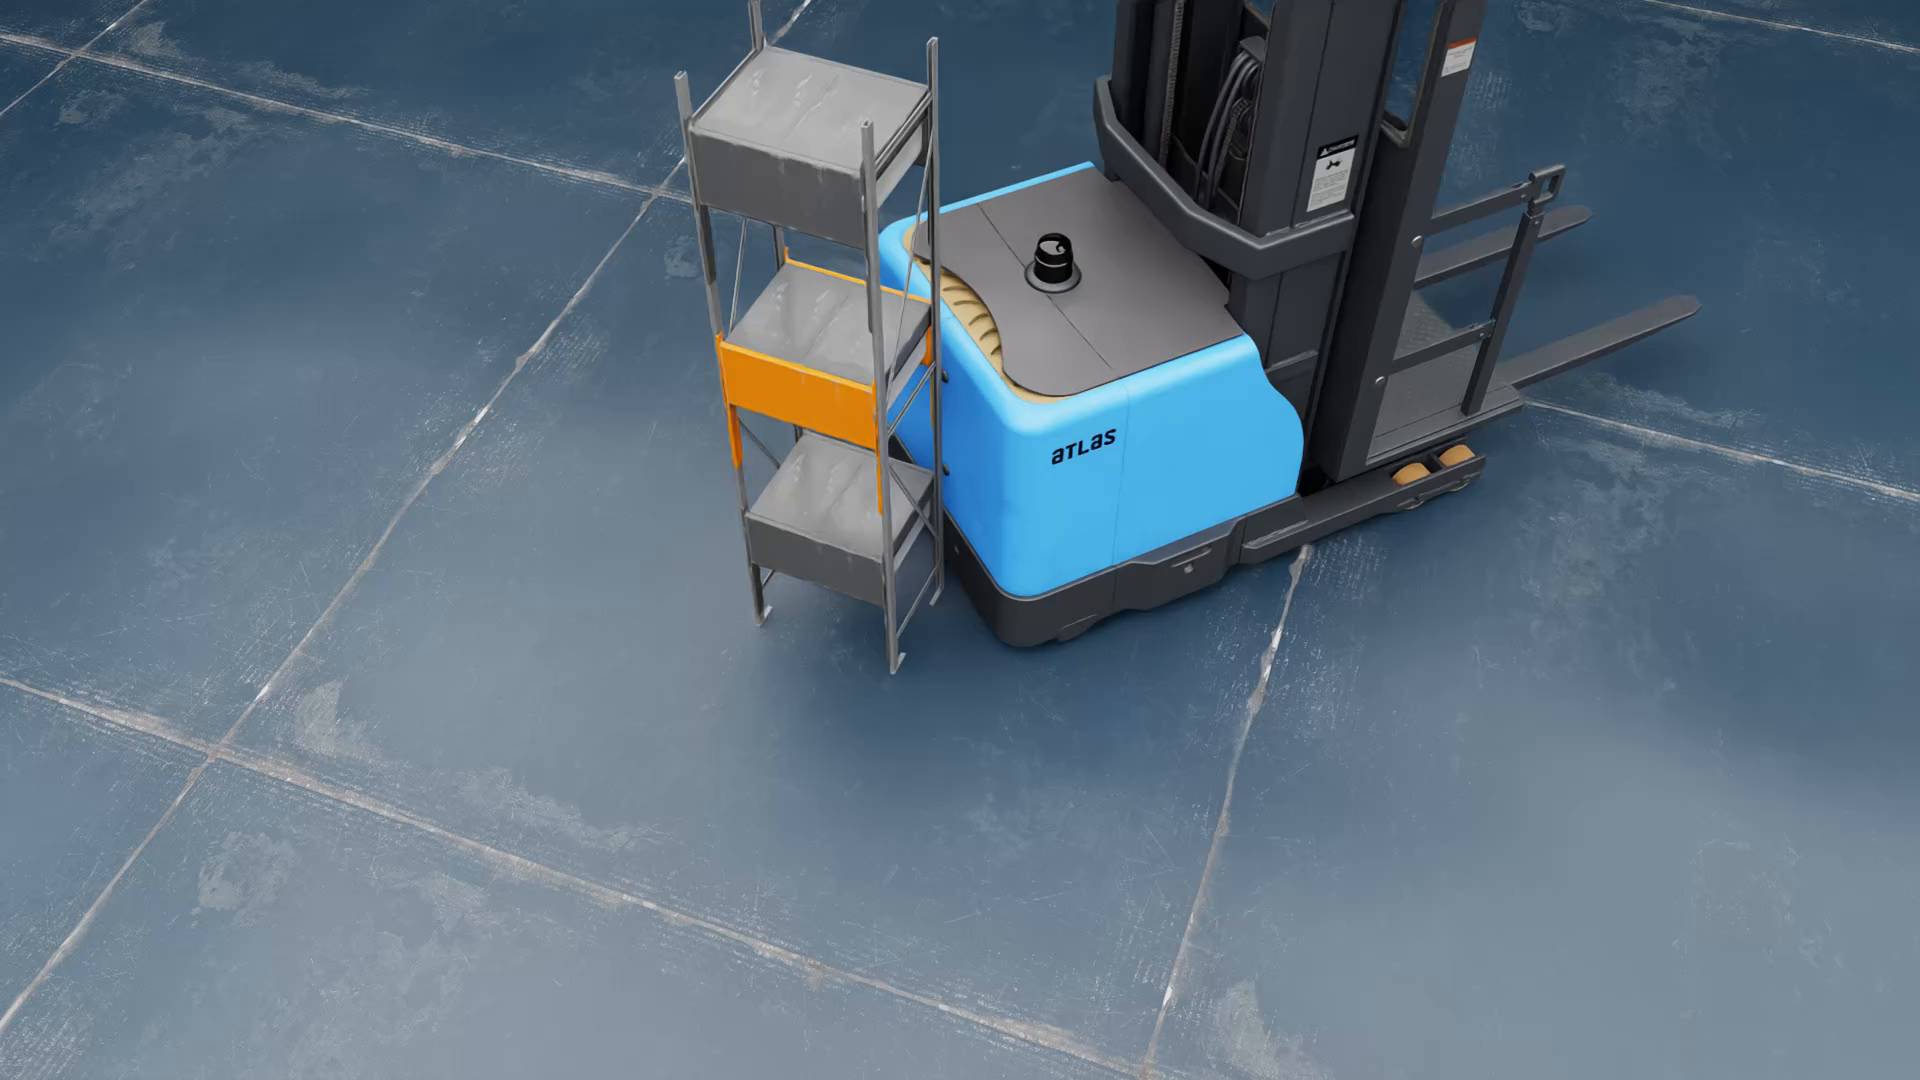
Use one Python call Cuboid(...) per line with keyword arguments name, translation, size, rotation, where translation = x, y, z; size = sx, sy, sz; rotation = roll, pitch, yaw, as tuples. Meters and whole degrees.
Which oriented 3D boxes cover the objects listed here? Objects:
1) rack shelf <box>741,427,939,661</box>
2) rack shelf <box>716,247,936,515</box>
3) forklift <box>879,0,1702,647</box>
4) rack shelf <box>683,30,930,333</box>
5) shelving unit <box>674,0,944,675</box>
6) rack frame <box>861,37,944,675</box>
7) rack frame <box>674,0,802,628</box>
Cuboid(name="rack shelf", translation=(-0.364, 0.003, 5.302), size=(0.480, 0.518, 0.431), rotation=(18, 52, 15))
Cuboid(name="rack shelf", translation=(-0.364, -0.455, 4.773), size=(0.480, 0.518, 0.431), rotation=(18, 52, 15))
Cuboid(name="forklift", translation=(1.276, -1.406, 5.029), size=(3.031, 2.935, 1.130), rotation=(-21, 52, -17))
Cuboid(name="rack shelf", translation=(-0.364, -0.914, 4.244), size=(0.480, 0.518, 0.431), rotation=(18, 52, 15))
Cuboid(name="shelving unit", translation=(-0.364, -0.464, 4.763), size=(0.503, 2.100, 0.431), rotation=(18, 52, 15))
Cuboid(name="rack frame", translation=(-0.140, -0.391, 4.699), size=(0.015, 2.100, 0.400), rotation=(18, 52, 15))
Cuboid(name="rack frame", translation=(-0.587, -0.538, 4.826), size=(0.015, 2.100, 0.400), rotation=(18, 52, 15))
